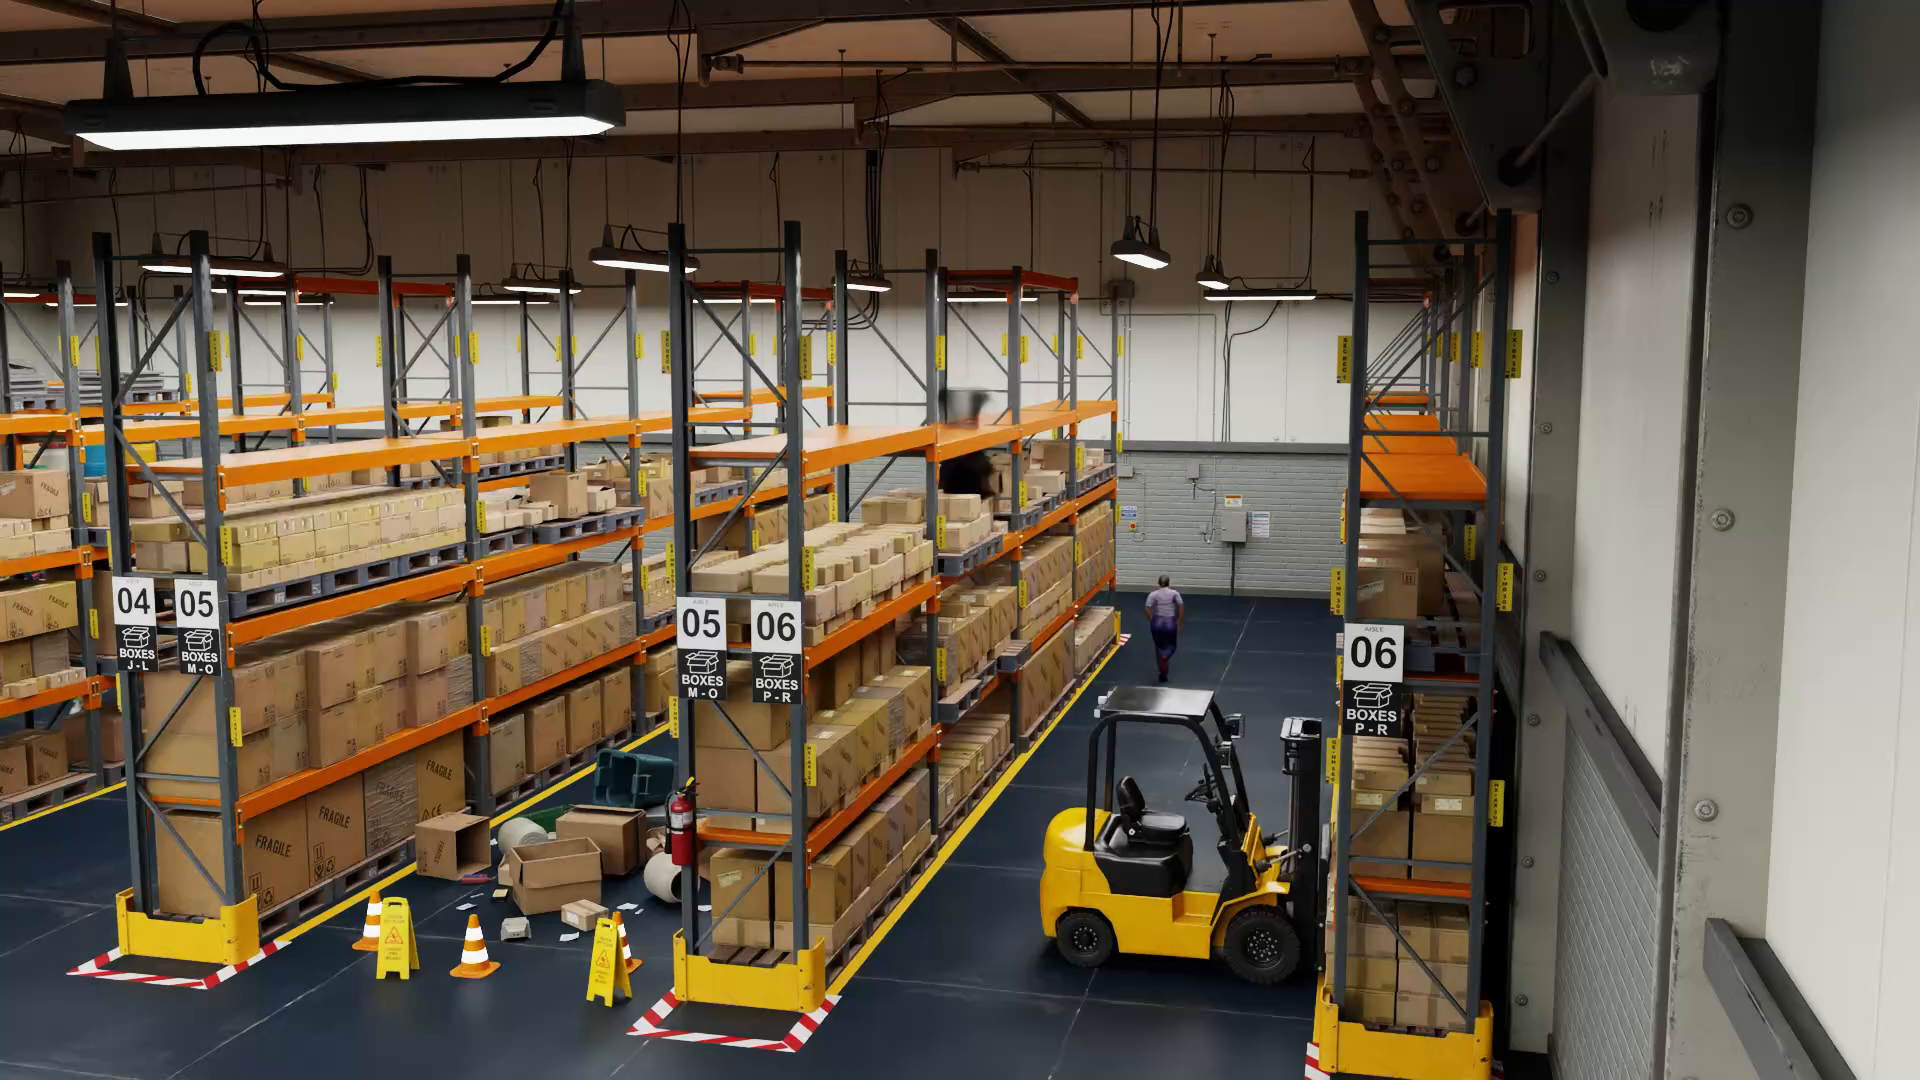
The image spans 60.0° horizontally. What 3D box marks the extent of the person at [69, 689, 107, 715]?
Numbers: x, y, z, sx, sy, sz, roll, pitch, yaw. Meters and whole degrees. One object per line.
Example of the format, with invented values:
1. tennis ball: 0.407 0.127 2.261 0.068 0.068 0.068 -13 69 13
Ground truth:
1. person: -12.192 1.513 23.124 0.511 1.718 0.846 1 7 11

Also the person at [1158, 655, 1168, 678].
1. person: 3.097 1.903 25.256 0.194 0.417 0.400 2 7 14
